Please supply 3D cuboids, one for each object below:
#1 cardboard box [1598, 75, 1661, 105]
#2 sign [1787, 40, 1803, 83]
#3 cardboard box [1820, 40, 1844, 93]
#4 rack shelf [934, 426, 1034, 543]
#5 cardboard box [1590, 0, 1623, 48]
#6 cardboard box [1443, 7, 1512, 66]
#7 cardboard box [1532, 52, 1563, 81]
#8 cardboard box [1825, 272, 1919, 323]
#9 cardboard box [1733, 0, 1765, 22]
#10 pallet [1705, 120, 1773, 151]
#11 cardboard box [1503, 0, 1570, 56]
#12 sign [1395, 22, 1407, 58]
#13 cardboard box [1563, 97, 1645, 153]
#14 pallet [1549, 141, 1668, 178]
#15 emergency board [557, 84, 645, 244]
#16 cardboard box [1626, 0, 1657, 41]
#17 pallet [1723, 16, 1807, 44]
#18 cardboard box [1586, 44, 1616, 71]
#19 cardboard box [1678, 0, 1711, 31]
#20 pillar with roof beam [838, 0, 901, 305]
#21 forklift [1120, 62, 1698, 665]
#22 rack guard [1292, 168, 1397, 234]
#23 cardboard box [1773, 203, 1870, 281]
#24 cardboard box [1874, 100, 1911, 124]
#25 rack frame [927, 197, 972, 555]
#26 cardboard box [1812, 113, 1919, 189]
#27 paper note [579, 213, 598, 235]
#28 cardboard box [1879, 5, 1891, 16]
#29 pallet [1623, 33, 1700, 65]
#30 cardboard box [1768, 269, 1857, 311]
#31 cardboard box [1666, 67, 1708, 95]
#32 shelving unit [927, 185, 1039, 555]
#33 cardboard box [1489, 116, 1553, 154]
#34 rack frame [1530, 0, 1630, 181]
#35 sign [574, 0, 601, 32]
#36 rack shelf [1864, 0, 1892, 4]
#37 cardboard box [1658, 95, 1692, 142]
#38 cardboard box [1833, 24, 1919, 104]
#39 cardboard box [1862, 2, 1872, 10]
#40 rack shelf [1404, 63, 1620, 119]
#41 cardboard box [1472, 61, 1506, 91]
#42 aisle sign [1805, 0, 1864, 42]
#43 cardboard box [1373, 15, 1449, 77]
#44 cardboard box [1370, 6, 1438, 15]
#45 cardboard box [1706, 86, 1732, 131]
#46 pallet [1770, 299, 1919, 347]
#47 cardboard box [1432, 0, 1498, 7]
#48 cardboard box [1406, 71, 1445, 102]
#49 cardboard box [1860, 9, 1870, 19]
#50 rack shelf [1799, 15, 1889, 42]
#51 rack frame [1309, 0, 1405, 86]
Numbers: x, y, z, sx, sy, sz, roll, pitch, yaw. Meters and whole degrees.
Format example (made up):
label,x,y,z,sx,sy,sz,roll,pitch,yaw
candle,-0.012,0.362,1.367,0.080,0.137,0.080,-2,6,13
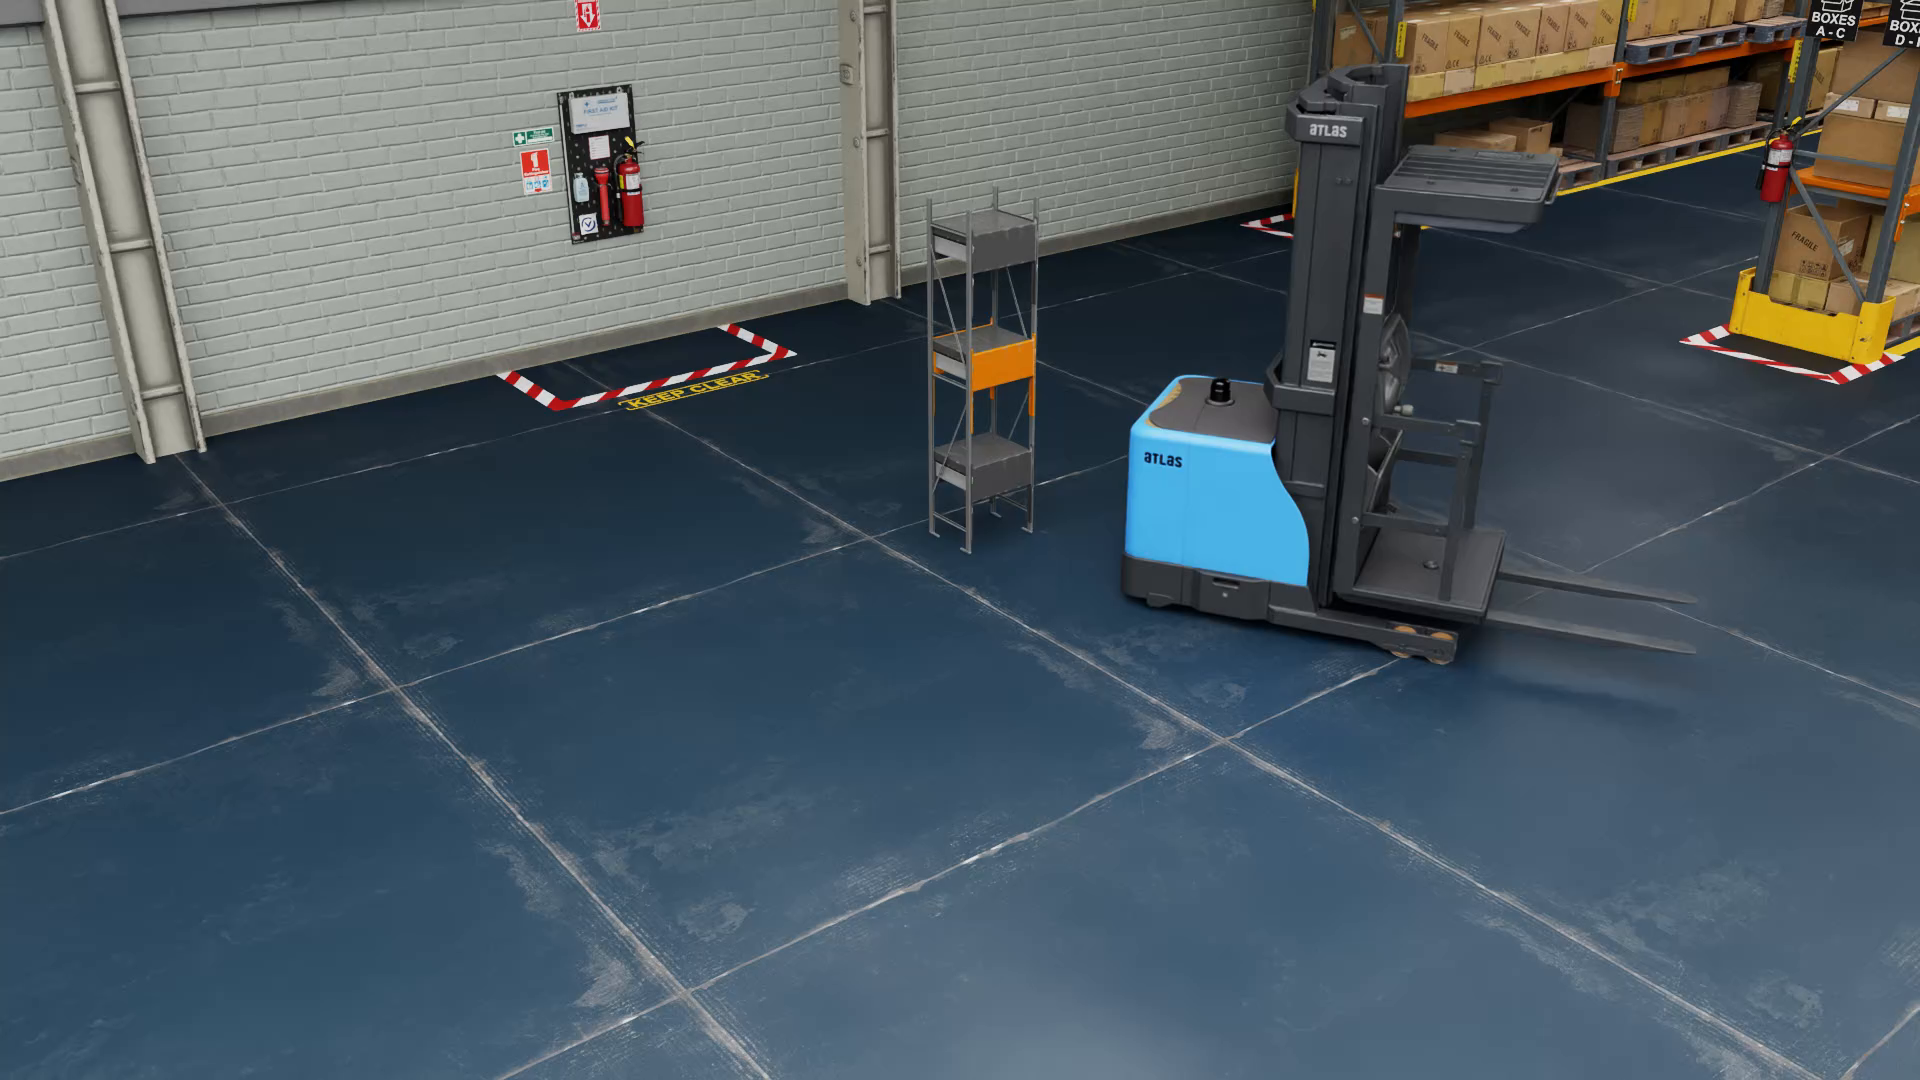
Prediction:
label,x,y,z,sx,sy,sz,roll,pitch,yaw
cardboard box,7.991,-5.388,19.853,0.500,0.250,0.500,-19,31,-35
sign,6.666,-3.807,13.233,0.005,0.325,0.100,-18,31,-34
cardboard box,11.578,-6.297,22.311,0.750,0.750,0.750,-18,31,-34
rack shelf,0.130,-0.348,10.201,0.480,0.518,0.431,-18,31,-34
cardboard box,6.897,-5.726,18.288,0.500,0.500,0.500,-18,31,-34
cardboard box,5.297,-5.194,17.142,0.500,0.500,0.500,-19,31,-36
cardboard box,6.109,-5.125,17.884,0.500,0.250,0.500,-18,31,-34
cardboard box,7.549,-2.000,13.763,0.500,0.250,0.500,-18,31,-34
cardboard box,9.439,-6.674,20.427,0.500,0.500,0.700,-22,33,-39
pallet,9.610,-5.242,21.294,1.213,0.211,1.003,-18,31,-34
cardboard box,6.104,-5.467,17.731,0.500,0.500,0.500,-19,31,-35
sign,4.265,-4.844,16.096,0.005,0.325,0.100,-18,31,-34
cardboard box,7.647,-4.932,19.762,0.500,0.500,0.700,-17,30,-32
pallet,7.690,-4.608,19.928,1.213,0.211,1.003,-18,31,-34
emergency board,-2.742,-2.911,12.960,0.643,1.169,0.194,-18,31,-34
cardboard box,7.499,-6.036,19.051,0.500,0.500,0.700,-18,30,-34
pallet,9.730,-6.402,20.708,1.003,0.211,1.213,-18,31,-34
cardboard box,6.892,-5.388,18.450,0.500,0.250,0.500,-18,30,-34
cardboard box,8.442,-6.360,19.749,0.500,0.500,0.700,-14,28,-27
pillar with roof beam,1.882,-4.836,9.980,0.400,9.000,9.100,-18,31,-34
forklift,2.483,-0.923,8.757,3.031,2.935,1.130,10,27,20
rack guard,3.990,-3.517,17.234,0.348,0.500,1.175,-18,31,-34
cardboard box,7.228,-2.512,13.977,0.500,0.500,0.500,-18,31,-34
cardboard box,7.432,-3.361,13.040,0.250,0.149,0.380,-19,31,-34
rack frame,-0.062,-0.932,9.764,0.015,2.100,0.400,-18,31,-34
cardboard box,7.365,-3.153,13.362,0.500,0.500,0.700,-18,31,-34
paper note,-2.924,-2.489,13.096,0.142,0.148,0.016,-18,31,-34
cardboard box,12.255,-7.146,22.359,0.250,0.149,0.380,-19,31,-35
pallet,7.769,-5.733,19.268,1.213,0.211,1.003,-18,31,-34
cardboard box,7.230,-2.171,14.133,0.500,0.250,0.500,-18,31,-34
cardboard box,8.802,-5.648,20.413,0.500,0.250,0.500,-18,31,-34
shelving unit,0.130,-0.995,9.901,0.503,2.100,0.431,-18,31,-34
cardboard box,6.286,-4.453,18.728,0.500,0.500,0.500,-21,32,-38
rack frame,7.078,-5.670,18.904,0.127,3.000,1.000,-18,31,-34
sign,-2.810,-3.994,12.539,0.199,0.298,0.001,-18,31,-34
rack shelf,8.564,-4.545,13.771,4.000,0.370,1.077,-18,31,-34
cardboard box,8.449,-5.202,20.343,0.500,0.500,0.700,-18,30,-33
cardboard box,7.407,-3.756,13.119,0.500,0.500,0.700,-18,30,-34
cardboard box,11.575,-7.201,21.708,0.500,0.500,0.500,-18,31,-34
rack shelf,5.504,-4.824,17.936,4.000,0.370,1.077,-18,31,-34
cardboard box,5.314,-4.864,17.321,0.500,0.250,0.500,-19,31,-35
aisle sign,6.757,-4.250,12.757,0.004,0.787,0.394,-18,31,-34
cardboard box,4.491,-4.937,16.587,0.500,0.500,0.500,-18,31,-34
cardboard box,4.572,-5.233,17.225,0.500,0.500,0.500,-18,30,-33
cardboard box,9.214,-5.475,20.931,0.500,0.500,0.700,-18,31,-34
pallet,7.566,-1.939,14.176,1.213,0.211,1.003,-18,31,-34
cardboard box,5.373,-5.499,17.799,0.500,0.500,0.500,-18,30,-33
cardboard box,4.510,-4.594,16.739,0.500,0.250,0.500,-19,31,-35
cardboard box,11.828,-7.015,22.077,0.250,0.149,0.380,-18,30,-34
rack shelf,11.799,-6.902,22.414,4.000,0.370,1.077,-18,31,-34
rack frame,3.930,-4.631,16.665,0.127,3.000,1.000,-18,31,-34
